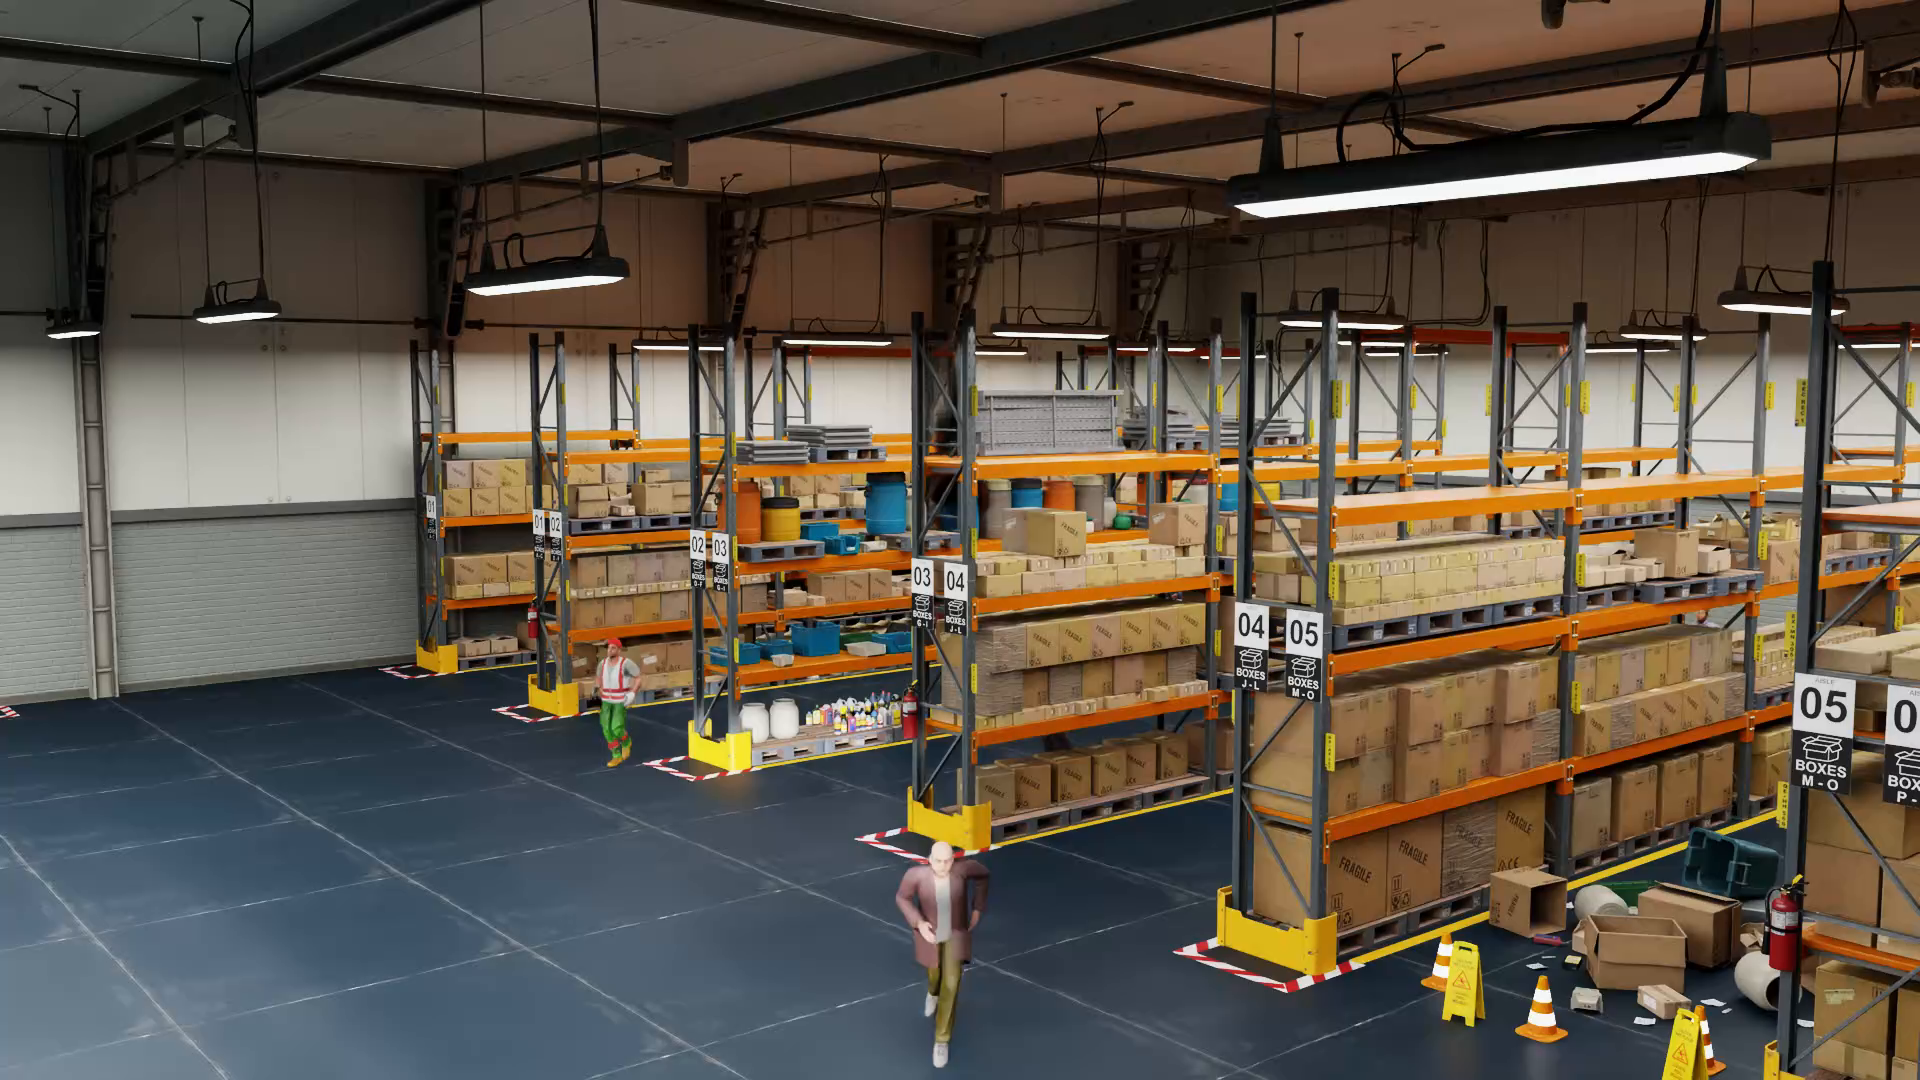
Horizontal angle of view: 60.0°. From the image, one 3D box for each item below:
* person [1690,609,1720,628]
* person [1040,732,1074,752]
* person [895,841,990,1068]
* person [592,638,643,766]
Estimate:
[{"bbox_3d":[11.911,1.885,26.757,0.577,1.609,0.593,-4,7,-38],"label":"person"},{"bbox_3d":[1.264,2.272,22.210,0.828,1.776,0.628,-4,7,-39],"label":"person"},{"bbox_3d":[-0.146,3.127,13.111,0.751,1.739,1.098,-1,5,-6],"label":"person"},{"bbox_3d":[-4.693,2.202,22.595,0.666,1.753,0.581,2,6,18],"label":"person"}]
